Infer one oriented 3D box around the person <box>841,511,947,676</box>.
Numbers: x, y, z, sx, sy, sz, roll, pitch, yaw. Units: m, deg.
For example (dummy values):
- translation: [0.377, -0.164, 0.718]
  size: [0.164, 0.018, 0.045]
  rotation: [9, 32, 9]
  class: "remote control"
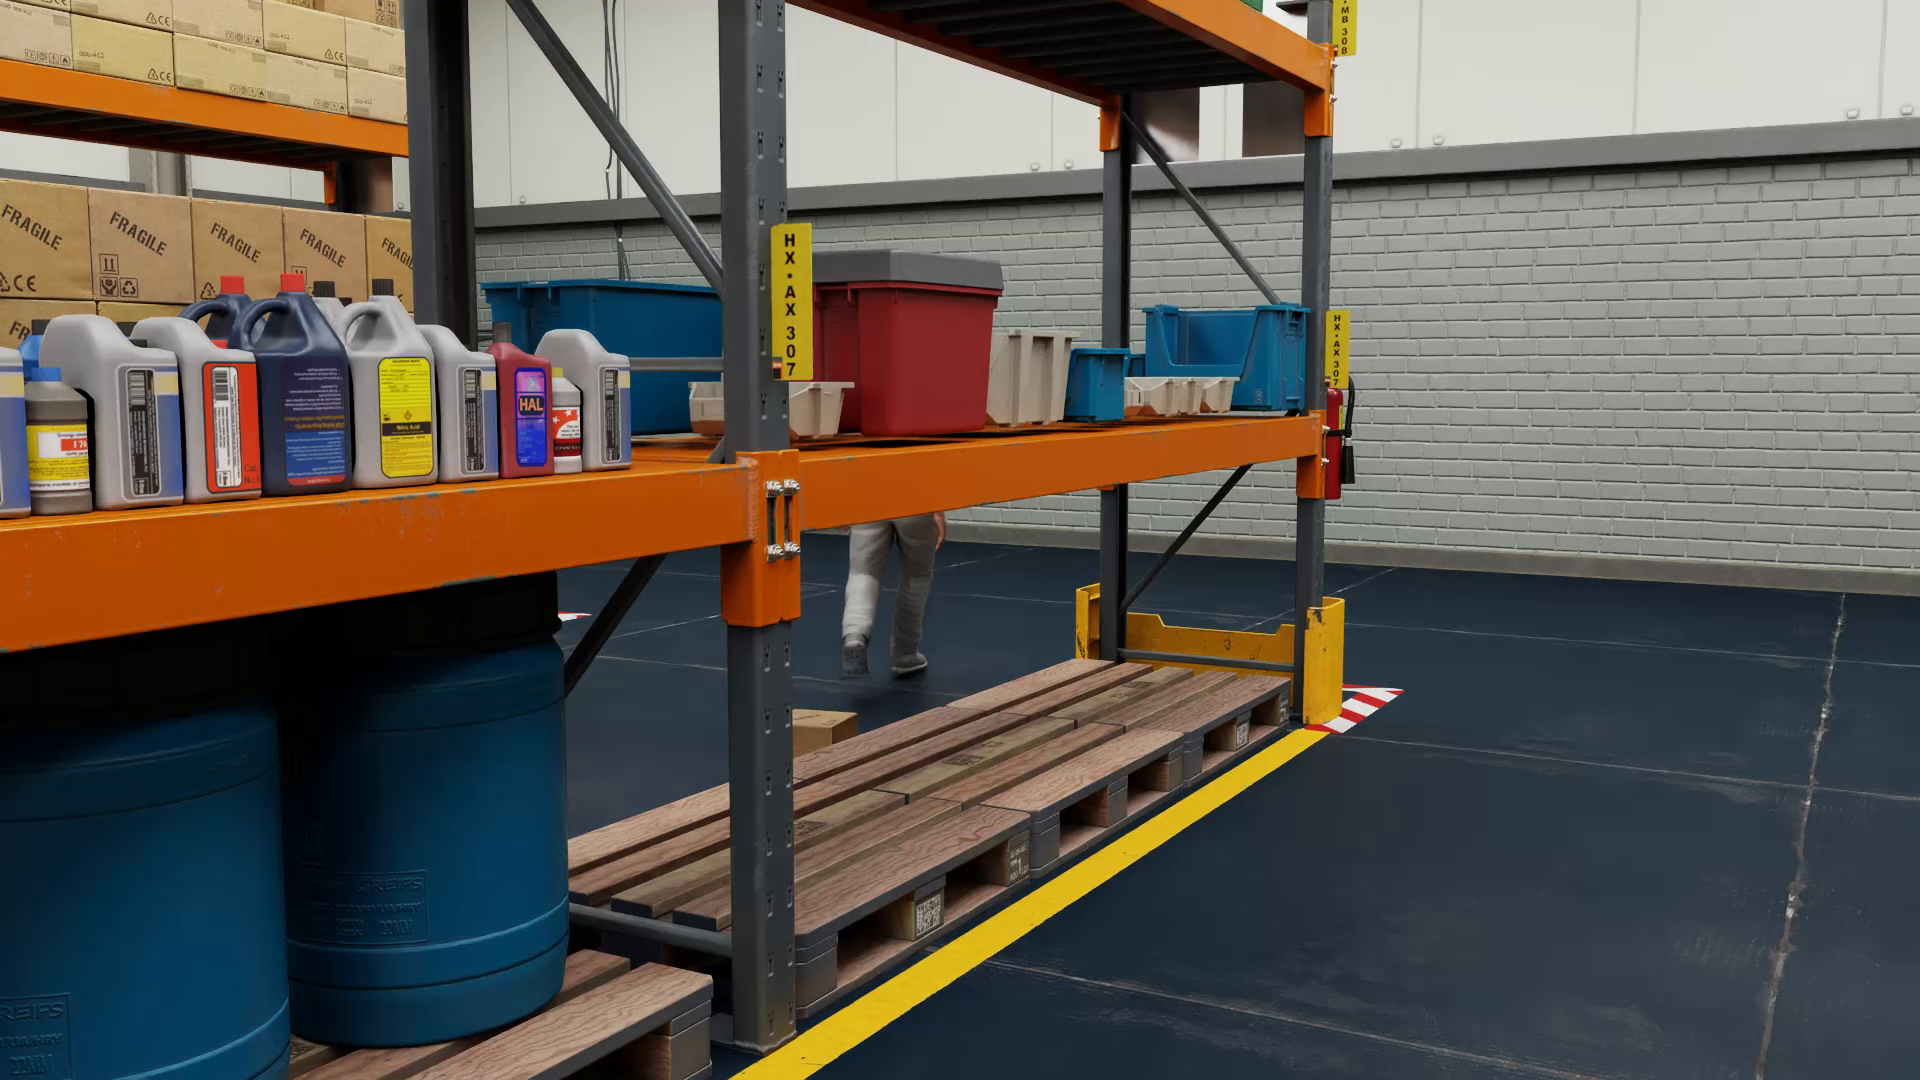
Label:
- translation: [-0.317, -0.184, 7.832]
  size: [0.586, 1.717, 0.929]
  rotation: [1, 6, 11]
  class: "person"
